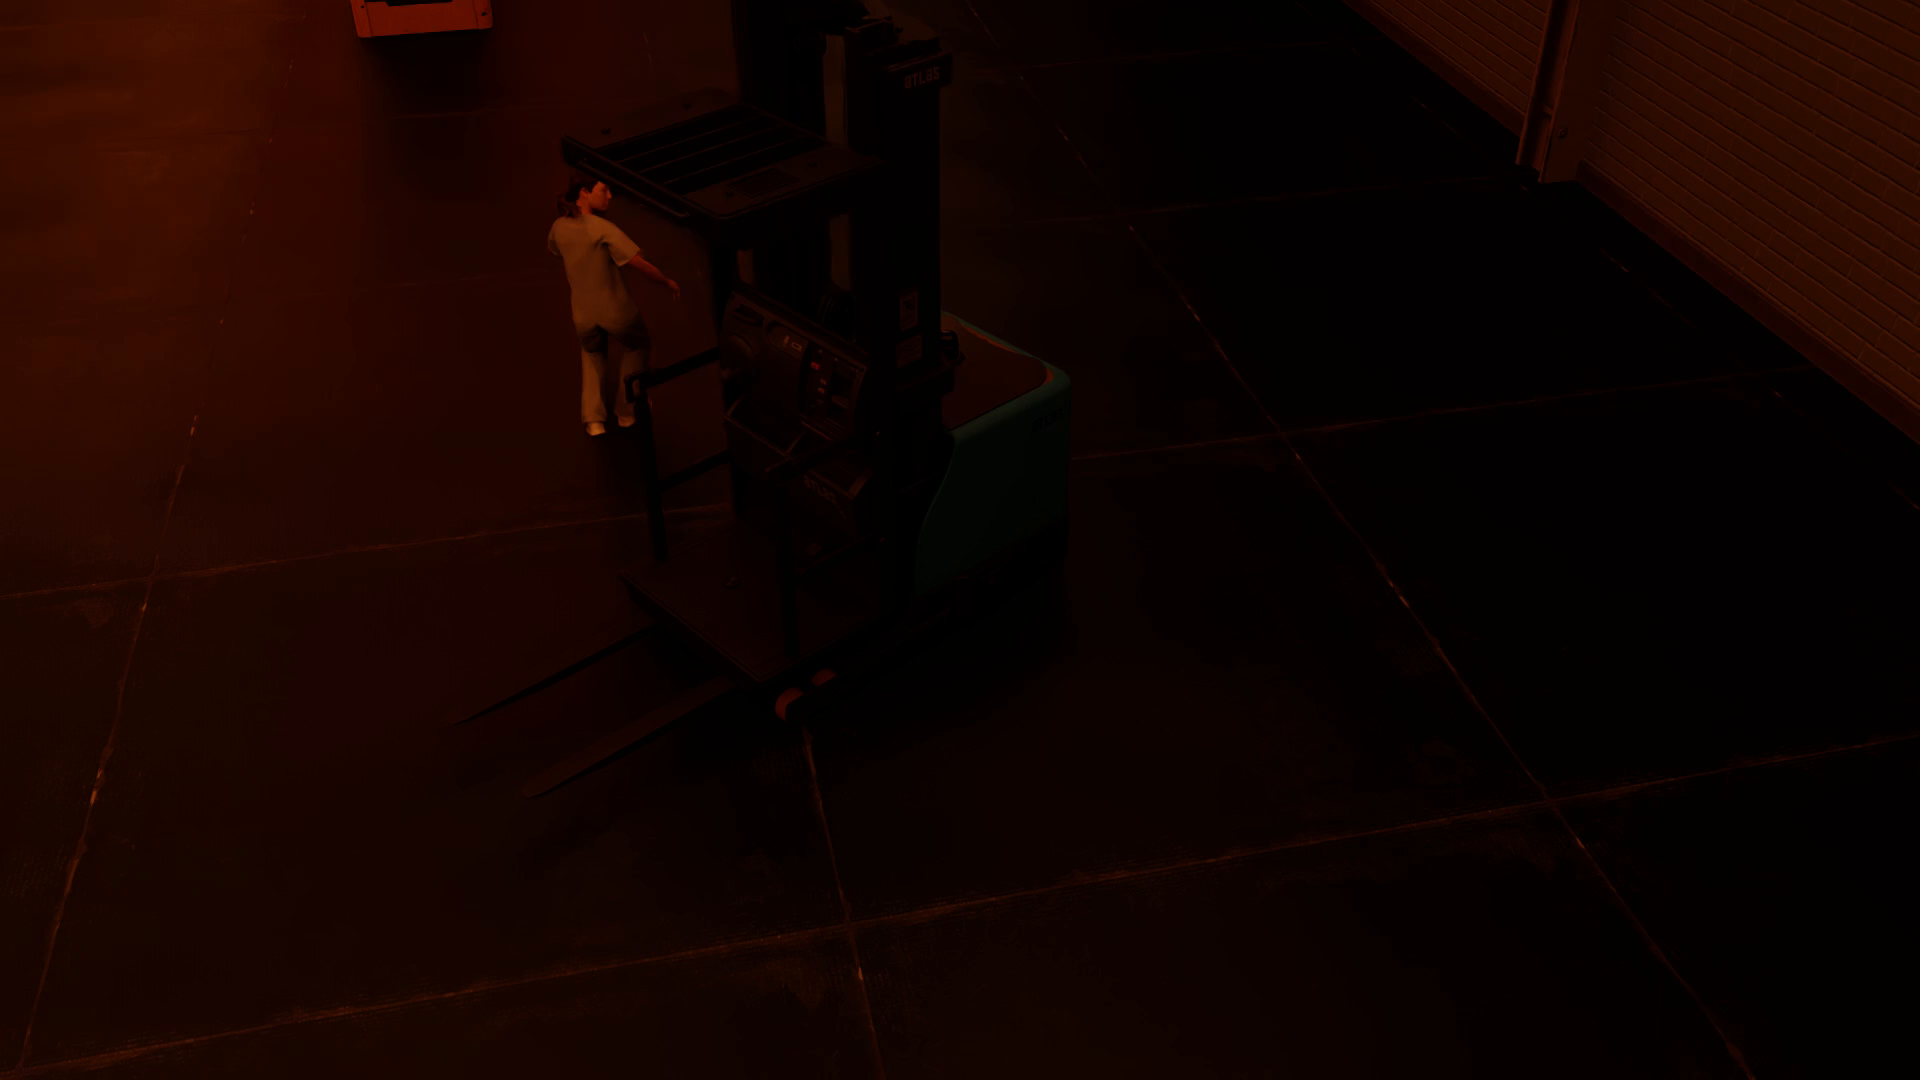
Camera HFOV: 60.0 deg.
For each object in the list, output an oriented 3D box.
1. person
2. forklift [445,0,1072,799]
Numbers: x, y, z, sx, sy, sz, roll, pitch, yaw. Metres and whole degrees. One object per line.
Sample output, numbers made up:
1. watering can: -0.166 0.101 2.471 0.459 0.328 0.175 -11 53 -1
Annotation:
1. person: -1.878 -1.314 9.043 0.718 1.570 0.698 7 36 10
2. forklift: -0.876 -0.710 7.037 3.031 2.935 1.130 -29 45 -34
